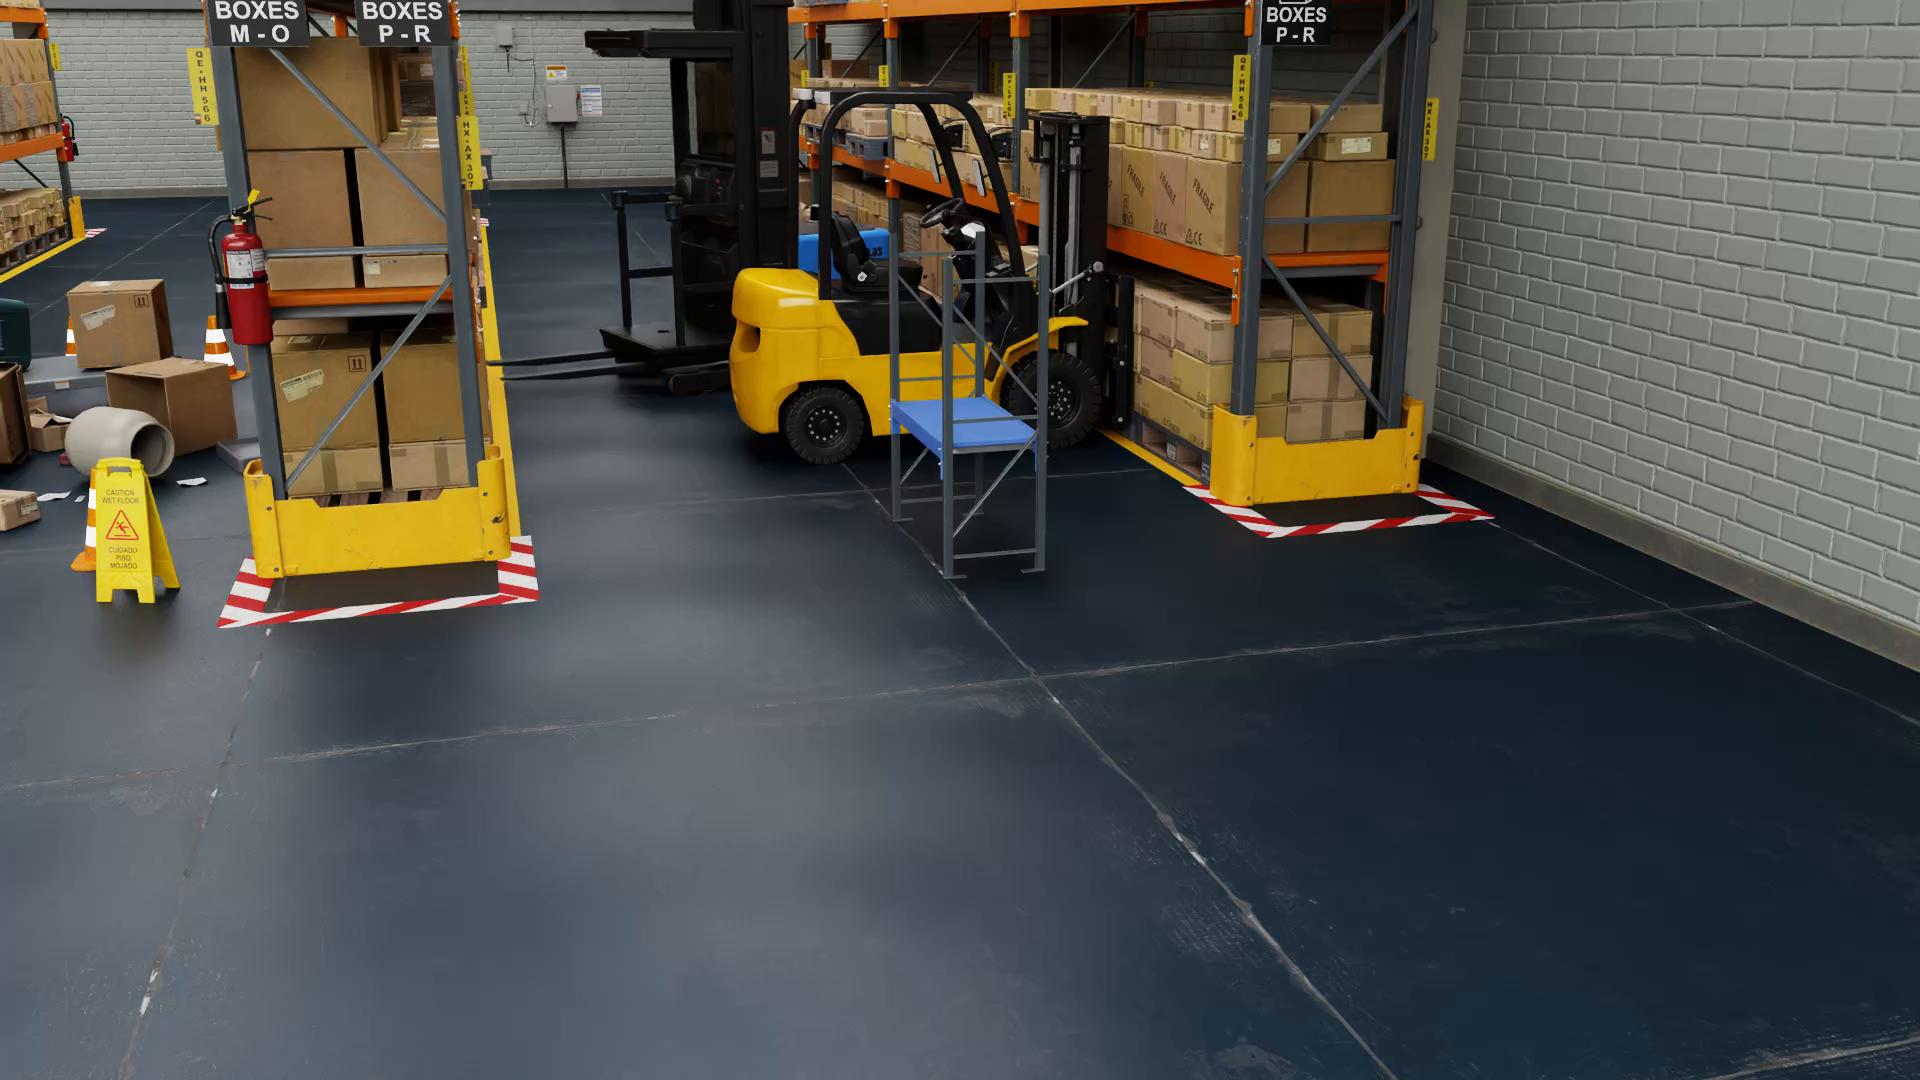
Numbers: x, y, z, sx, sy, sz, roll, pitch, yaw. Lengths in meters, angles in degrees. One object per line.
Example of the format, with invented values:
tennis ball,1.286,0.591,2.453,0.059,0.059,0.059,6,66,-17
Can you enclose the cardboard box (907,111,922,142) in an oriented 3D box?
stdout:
cardboard box,-0.188,-3.817,15.337,0.500,0.250,0.500,-4,17,-14

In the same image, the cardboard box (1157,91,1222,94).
cardboard box,1.562,-2.978,11.333,0.380,0.149,0.250,-5,17,-16

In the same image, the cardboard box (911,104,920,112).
cardboard box,-0.237,-4.034,15.367,0.380,0.149,0.250,-4,17,-14

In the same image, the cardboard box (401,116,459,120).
cardboard box,-3.523,-2.517,10.927,0.500,0.500,0.500,-5,17,-17

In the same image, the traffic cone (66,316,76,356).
traffic cone,-6.612,-1.449,12.470,0.336,0.463,0.334,-5,17,-15

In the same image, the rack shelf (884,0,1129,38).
rack shelf,0.338,-4.469,14.152,1.077,0.370,4.000,-5,17,-15

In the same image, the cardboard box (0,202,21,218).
cardboard box,-10.930,-3.750,18.914,0.380,0.149,0.250,-4,17,-14

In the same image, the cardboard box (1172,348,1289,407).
cardboard box,1.553,-0.951,9.584,0.500,0.250,0.500,-5,17,-16

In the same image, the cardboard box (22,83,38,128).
cardboard box,-11.257,-5.134,19.639,0.500,0.500,0.500,-5,17,-15

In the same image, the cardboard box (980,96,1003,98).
cardboard box,0.396,-3.934,15.033,0.380,0.149,0.250,-5,17,-16

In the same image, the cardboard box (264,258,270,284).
cardboard box,-3.269,-1.351,8.173,0.380,0.149,0.250,-5,17,-16

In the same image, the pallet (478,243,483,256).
pallet,-5.798,-3.100,18.405,1.003,0.211,1.213,-5,17,-15

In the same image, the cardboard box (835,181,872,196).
cardboard box,-1.236,-4.090,19.342,0.380,0.149,0.250,-6,18,-18

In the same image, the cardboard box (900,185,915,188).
cardboard box,-0.536,-3.917,18.767,0.380,0.149,0.250,-4,17,-14

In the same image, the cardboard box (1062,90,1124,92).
cardboard box,0.928,-3.078,11.666,0.380,0.149,0.250,-5,17,-16

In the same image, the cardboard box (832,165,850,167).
cardboard box,-1.410,-4.378,19.784,0.380,0.149,0.250,-5,17,-16

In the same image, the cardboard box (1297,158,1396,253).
cardboard box,2.118,-1.924,9.470,0.500,0.500,0.500,-4,17,-13

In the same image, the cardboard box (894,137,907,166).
cardboard box,-0.325,-3.716,15.870,0.500,0.250,0.500,-5,17,-15

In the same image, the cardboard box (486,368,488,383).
cardboard box,-3.307,-1.026,10.702,0.500,0.250,0.500,-5,17,-17

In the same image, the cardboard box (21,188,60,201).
cardboard box,-11.524,-4.324,20.826,0.380,0.149,0.250,-4,17,-15

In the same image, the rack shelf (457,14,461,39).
rack shelf,-6.632,-6.288,20.209,1.077,0.370,4.000,-5,17,-15

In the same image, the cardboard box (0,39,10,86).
cardboard box,-10.970,-5.321,18.523,0.500,0.500,0.500,-4,17,-14

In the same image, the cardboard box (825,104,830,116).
cardboard box,-1.298,-4.759,18.583,0.396,0.266,0.258,-4,17,-13

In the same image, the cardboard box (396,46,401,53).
cardboard box,-6.473,-5.540,18.643,0.380,0.149,0.250,-5,17,-16

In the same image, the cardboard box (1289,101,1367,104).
cardboard box,2.087,-2.406,9.431,0.380,0.149,0.250,-4,17,-13

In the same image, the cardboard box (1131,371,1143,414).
cardboard box,1.298,-0.984,10.563,0.500,0.250,0.500,-5,17,-15

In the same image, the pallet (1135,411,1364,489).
pallet,1.737,-0.590,10.049,1.003,0.211,1.213,-5,17,-15

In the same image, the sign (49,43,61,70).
sign,-11.374,-6.074,20.898,0.100,0.325,0.005,-5,17,-15

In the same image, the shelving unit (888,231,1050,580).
shelving unit,0.023,-0.695,8.158,0.538,1.500,1.048,-5,17,-15

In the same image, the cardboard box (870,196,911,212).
cardboard box,-0.726,-3.511,17.413,0.380,0.149,0.250,-5,18,-17

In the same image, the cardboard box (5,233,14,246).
cardboard box,-10.797,-3.324,18.529,0.380,0.149,0.250,-5,17,-16

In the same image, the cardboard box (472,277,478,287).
cardboard box,-3.322,-1.391,10.613,0.500,0.500,0.500,-4,17,-14

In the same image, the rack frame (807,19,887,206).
rack frame,-1.311,-5.036,20.005,1.000,3.000,0.127,-5,17,-15

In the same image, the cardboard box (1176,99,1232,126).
cardboard box,1.493,-2.511,9.780,0.380,0.149,0.250,-5,17,-15

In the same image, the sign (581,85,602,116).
sign,-6.276,-7.484,28.318,0.329,0.494,0.001,-5,17,-15

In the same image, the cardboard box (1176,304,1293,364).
cardboard box,1.561,-1.183,9.488,0.500,0.250,0.500,-4,17,-13

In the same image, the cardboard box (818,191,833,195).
cardboard box,-1.394,-3.889,19.799,0.500,0.500,0.500,-4,17,-13

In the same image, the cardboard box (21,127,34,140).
cardboard box,-11.300,-4.858,19.848,0.380,0.149,0.250,-6,18,-18

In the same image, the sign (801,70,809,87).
sign,-1.830,-5.406,19.730,0.100,0.325,0.005,-5,17,-15

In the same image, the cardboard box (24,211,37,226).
cardboard box,-11.040,-3.753,19.440,0.380,0.149,0.250,-5,17,-15

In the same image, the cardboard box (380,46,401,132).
cardboard box,-3.509,-2.539,9.263,0.700,0.500,0.500,-5,17,-16

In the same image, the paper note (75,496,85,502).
paper note,-4.867,-0.229,9.198,0.032,0.001,0.123,-5,17,-15

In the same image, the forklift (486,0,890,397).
forklift,-2.025,-2.597,12.002,3.031,2.935,1.130,-11,20,-31

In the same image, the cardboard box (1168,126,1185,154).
cardboard box,1.454,-2.364,9.806,0.380,0.149,0.250,-5,17,-16

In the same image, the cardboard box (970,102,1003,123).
cardboard box,0.276,-3.463,13.466,0.380,0.149,0.250,-5,18,-17

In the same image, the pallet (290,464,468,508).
pallet,-2.995,-0.237,8.873,1.003,0.211,1.213,-5,17,-15

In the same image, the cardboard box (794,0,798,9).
cardboard box,-1.823,-6.572,20.339,0.380,0.149,0.250,-4,17,-13

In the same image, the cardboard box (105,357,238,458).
cardboard box,-4.898,-0.830,10.343,0.500,0.500,0.500,7,18,23
